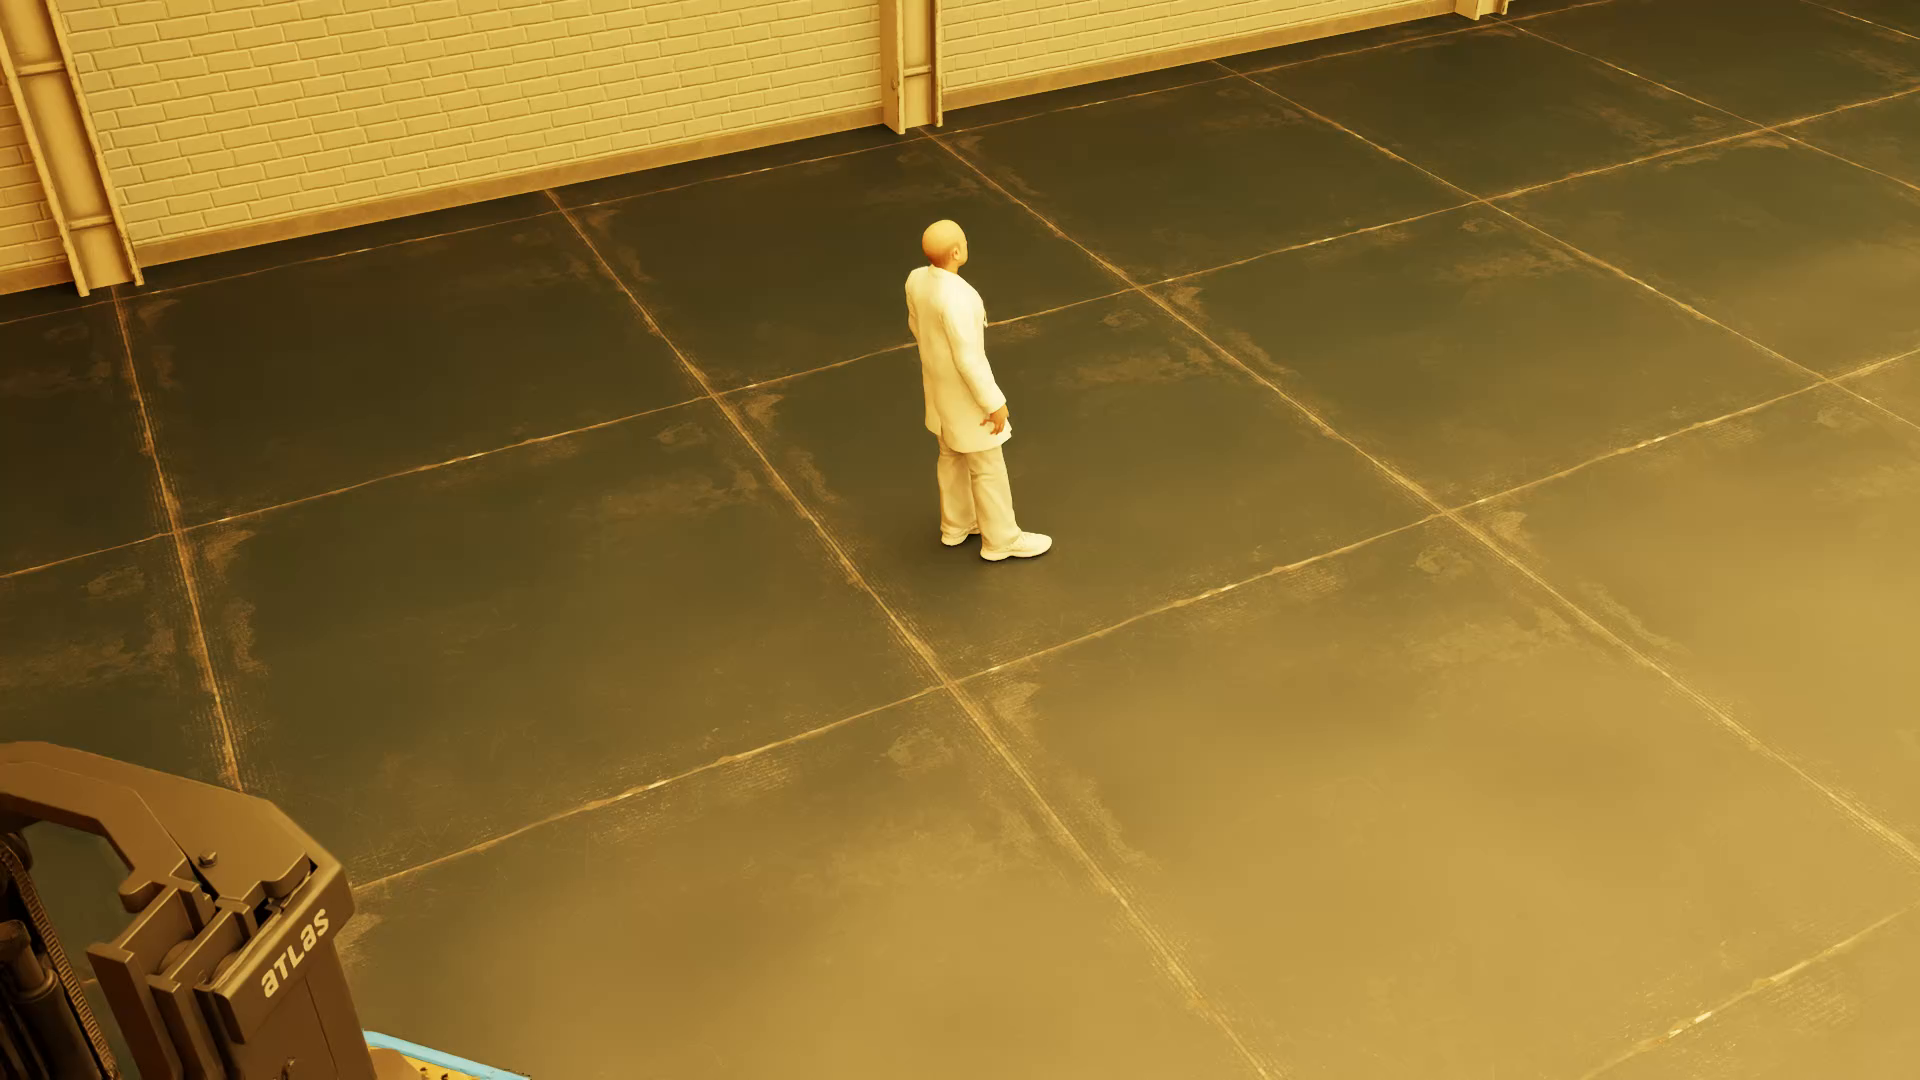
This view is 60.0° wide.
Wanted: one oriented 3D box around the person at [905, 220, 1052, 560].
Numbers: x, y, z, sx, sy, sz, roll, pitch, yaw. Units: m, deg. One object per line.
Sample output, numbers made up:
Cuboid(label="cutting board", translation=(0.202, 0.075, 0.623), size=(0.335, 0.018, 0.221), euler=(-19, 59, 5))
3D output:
Cuboid(label="person", translation=(0.083, -0.755, 8.177), size=(0.578, 1.778, 0.698), euler=(-17, 39, -23))

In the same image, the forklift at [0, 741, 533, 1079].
Cuboid(label="forklift", translation=(-1.783, 1.980, 3.322), size=(1.130, 2.935, 3.031), euler=(11, 37, 15))
